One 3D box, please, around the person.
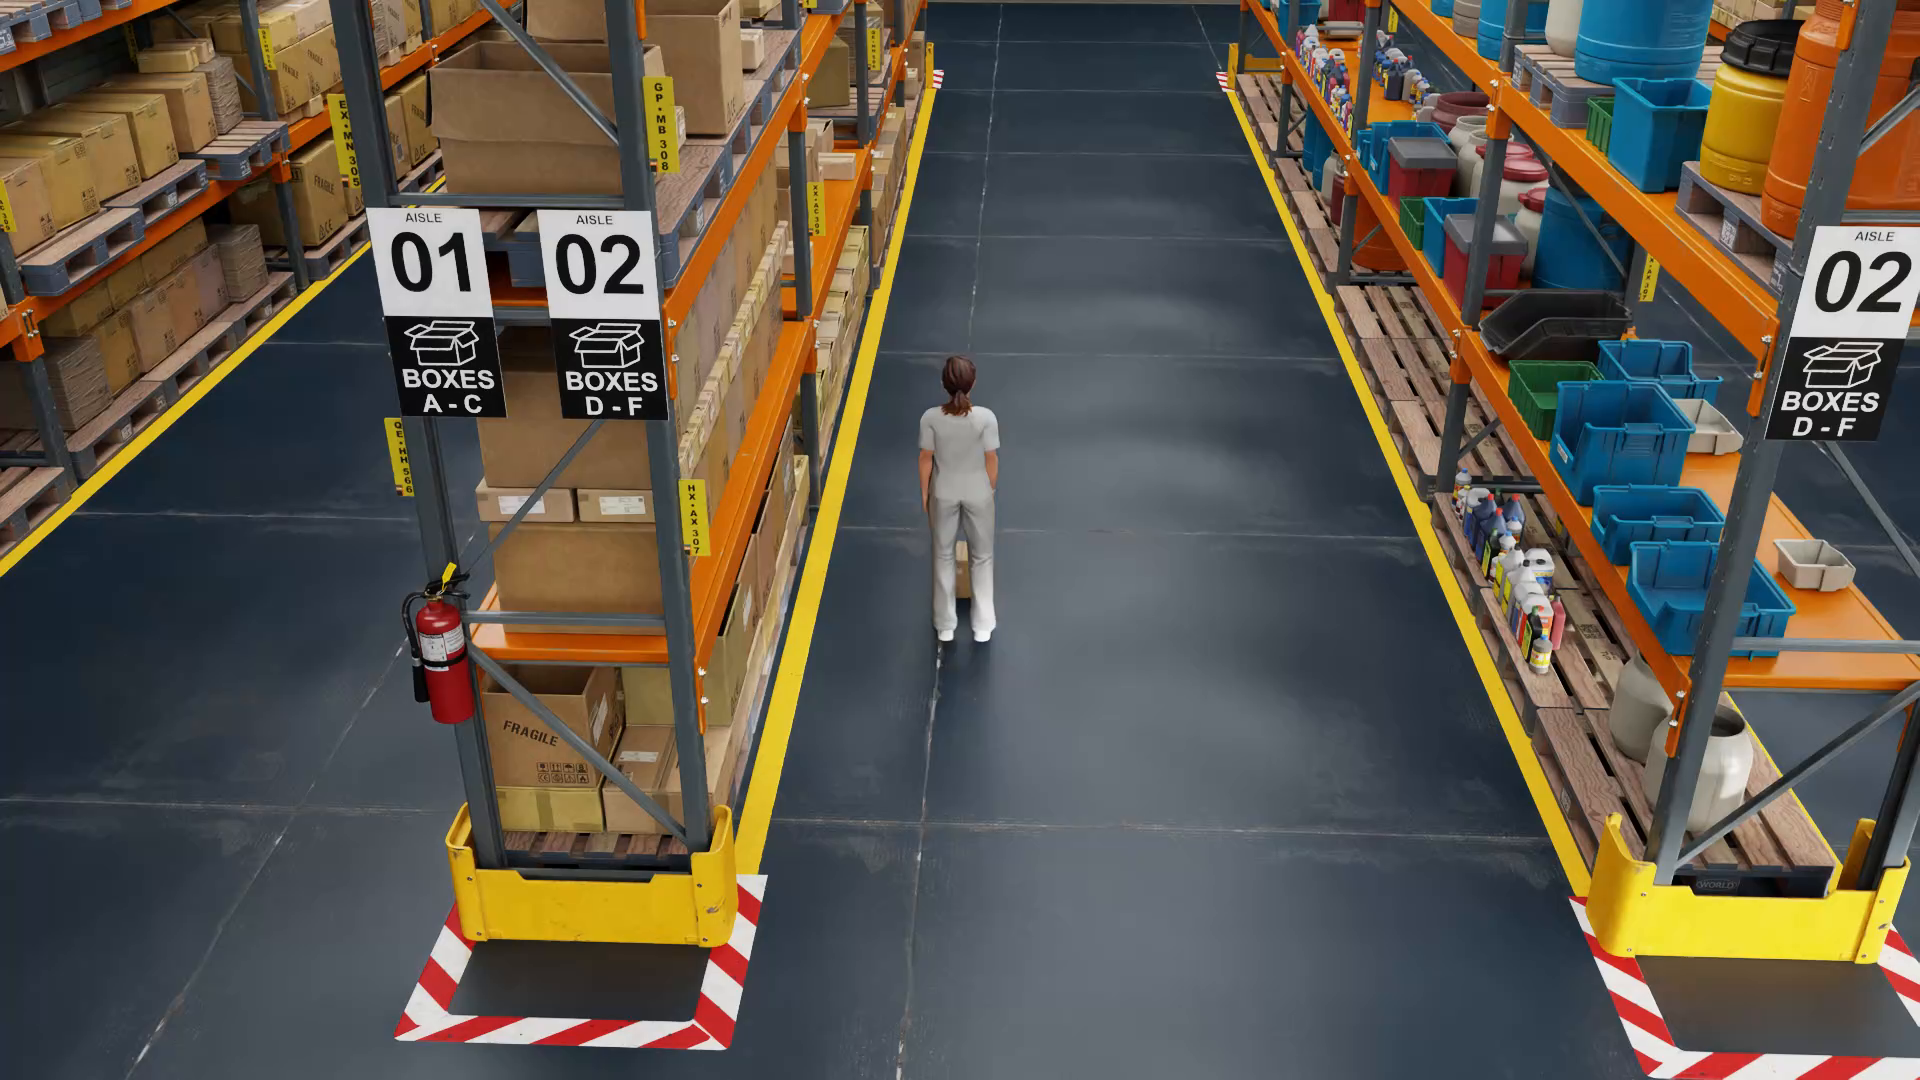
[{"bbox_3d":[-0.006,-0.217,9.041,0.438,1.675,0.359,1,28,2],"label":"person"}]
